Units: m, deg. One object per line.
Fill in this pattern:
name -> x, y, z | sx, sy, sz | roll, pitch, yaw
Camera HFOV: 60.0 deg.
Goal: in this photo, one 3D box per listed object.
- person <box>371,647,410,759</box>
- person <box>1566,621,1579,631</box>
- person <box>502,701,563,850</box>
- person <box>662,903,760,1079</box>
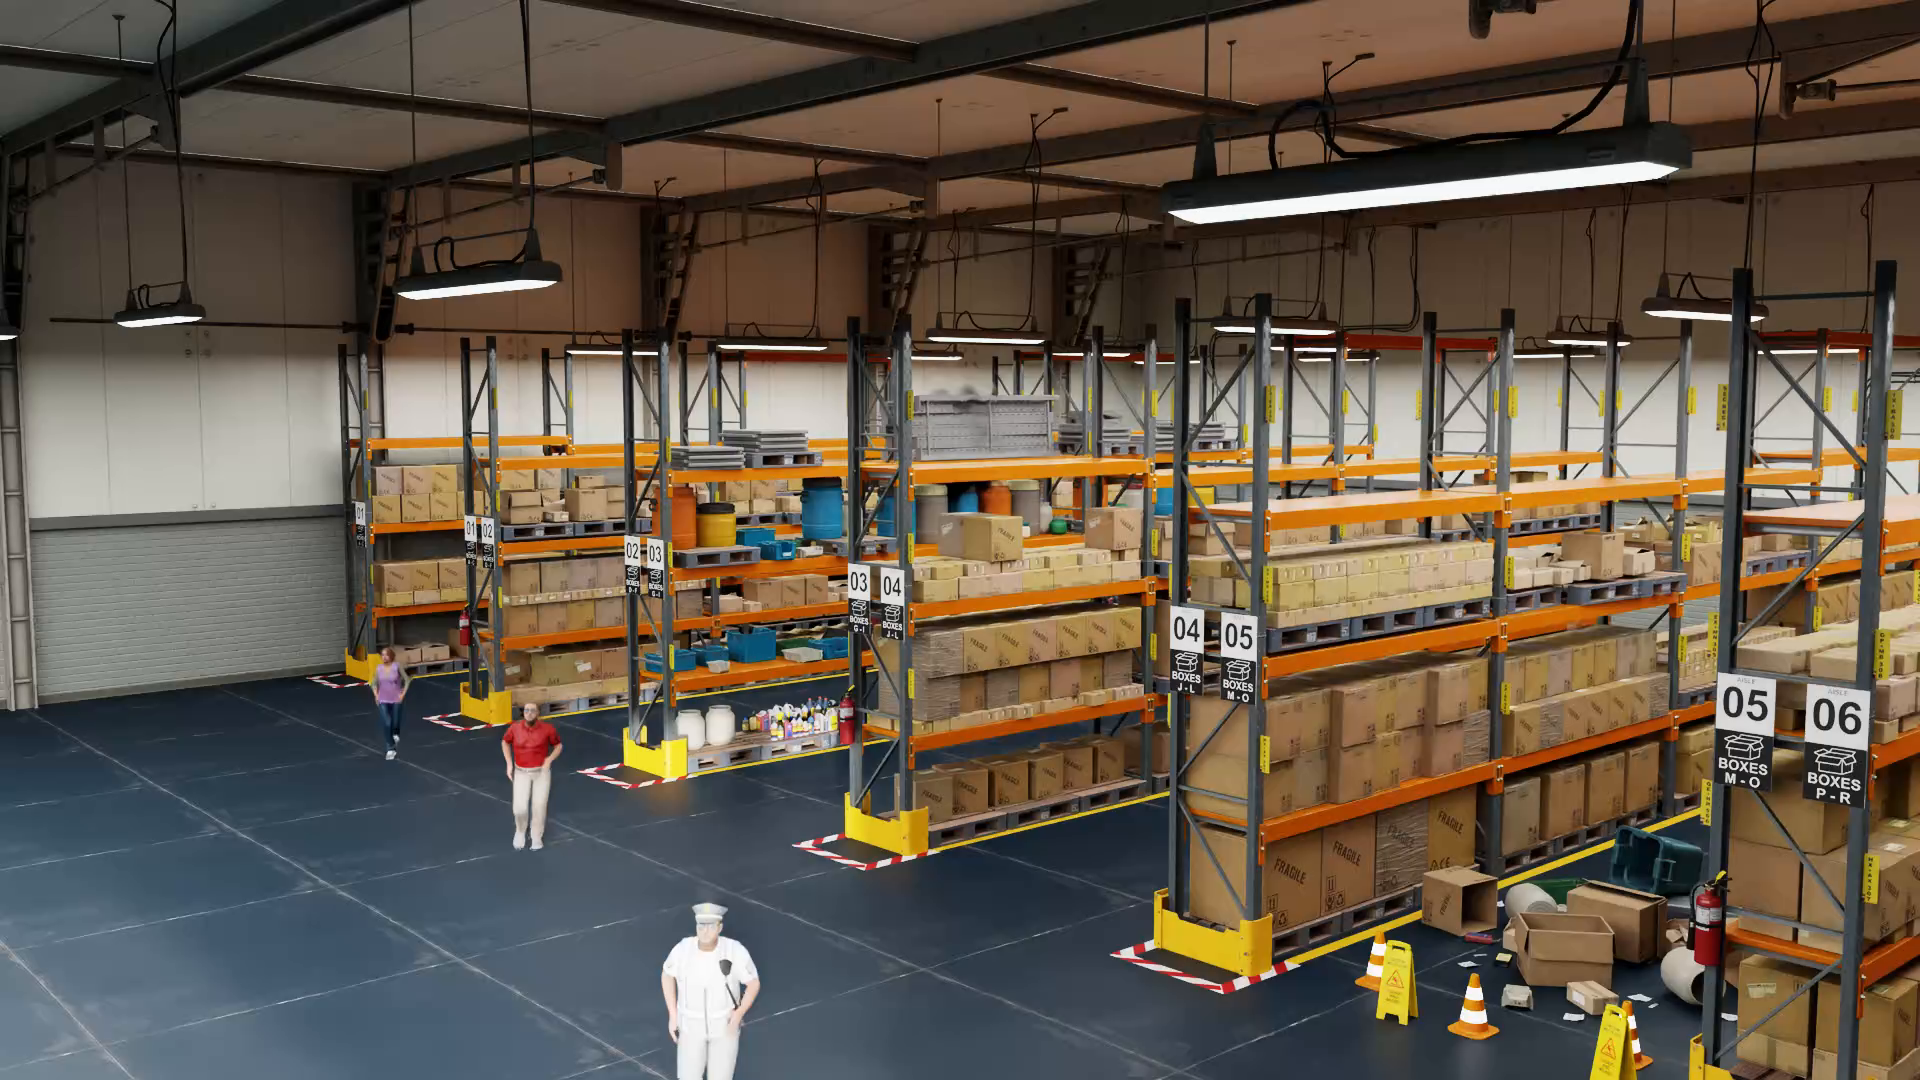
person -> -8.054, 2.291, 23.534 | 0.536, 1.570, 0.515 | -1, 5, -9
person -> 9.407, 2.046, 25.575 | 0.661, 1.705, 0.792 | 4, 7, 41
person -> -4.789, 2.651, 18.629 | 0.667, 1.701, 0.625 | -1, 5, -13
person -> -1.687, 3.292, 11.226 | 0.673, 1.748, 0.592 | 0, 5, -4
